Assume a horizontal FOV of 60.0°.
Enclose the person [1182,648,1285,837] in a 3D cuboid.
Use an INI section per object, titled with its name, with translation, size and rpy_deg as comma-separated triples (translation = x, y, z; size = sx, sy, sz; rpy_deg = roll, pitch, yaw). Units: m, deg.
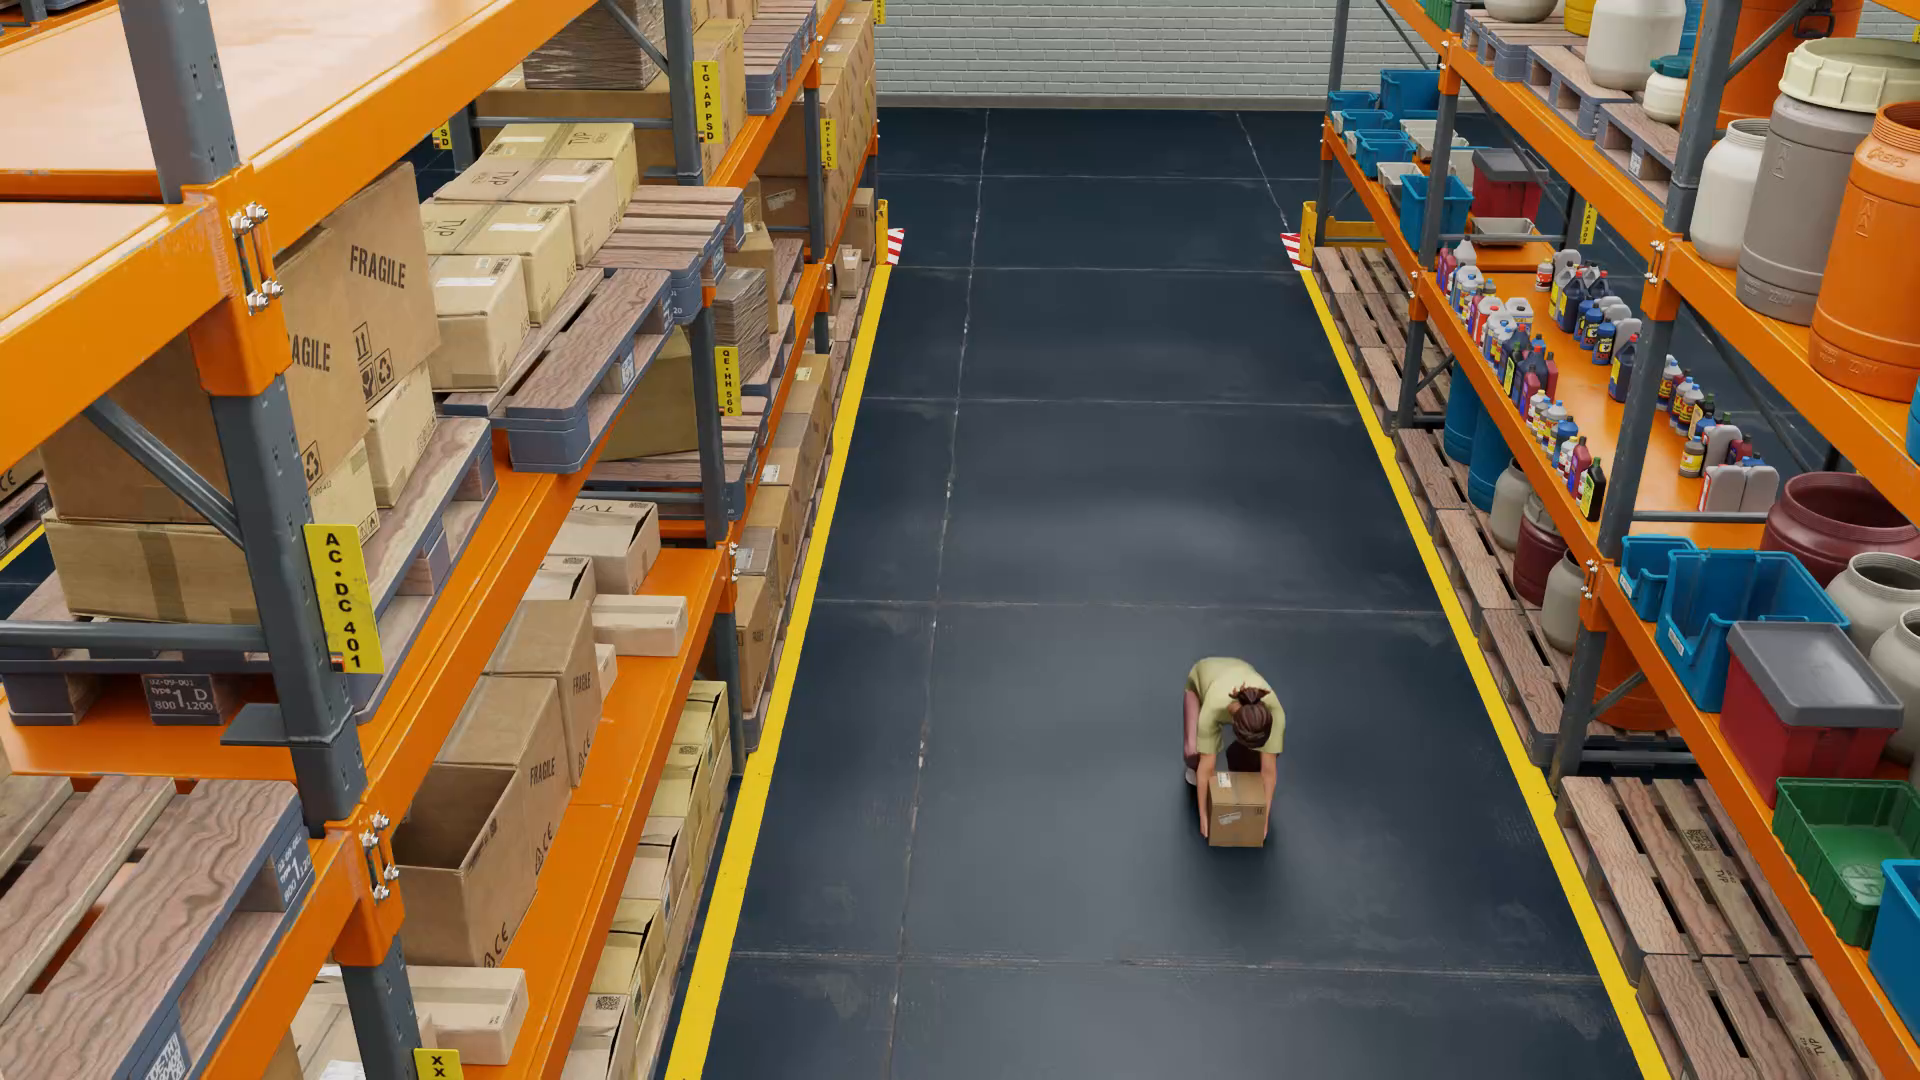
[person]
translation = 1.291, 0.909, 7.932
size = 0.453, 0.760, 0.858
rpy_deg = 0, 28, 1
